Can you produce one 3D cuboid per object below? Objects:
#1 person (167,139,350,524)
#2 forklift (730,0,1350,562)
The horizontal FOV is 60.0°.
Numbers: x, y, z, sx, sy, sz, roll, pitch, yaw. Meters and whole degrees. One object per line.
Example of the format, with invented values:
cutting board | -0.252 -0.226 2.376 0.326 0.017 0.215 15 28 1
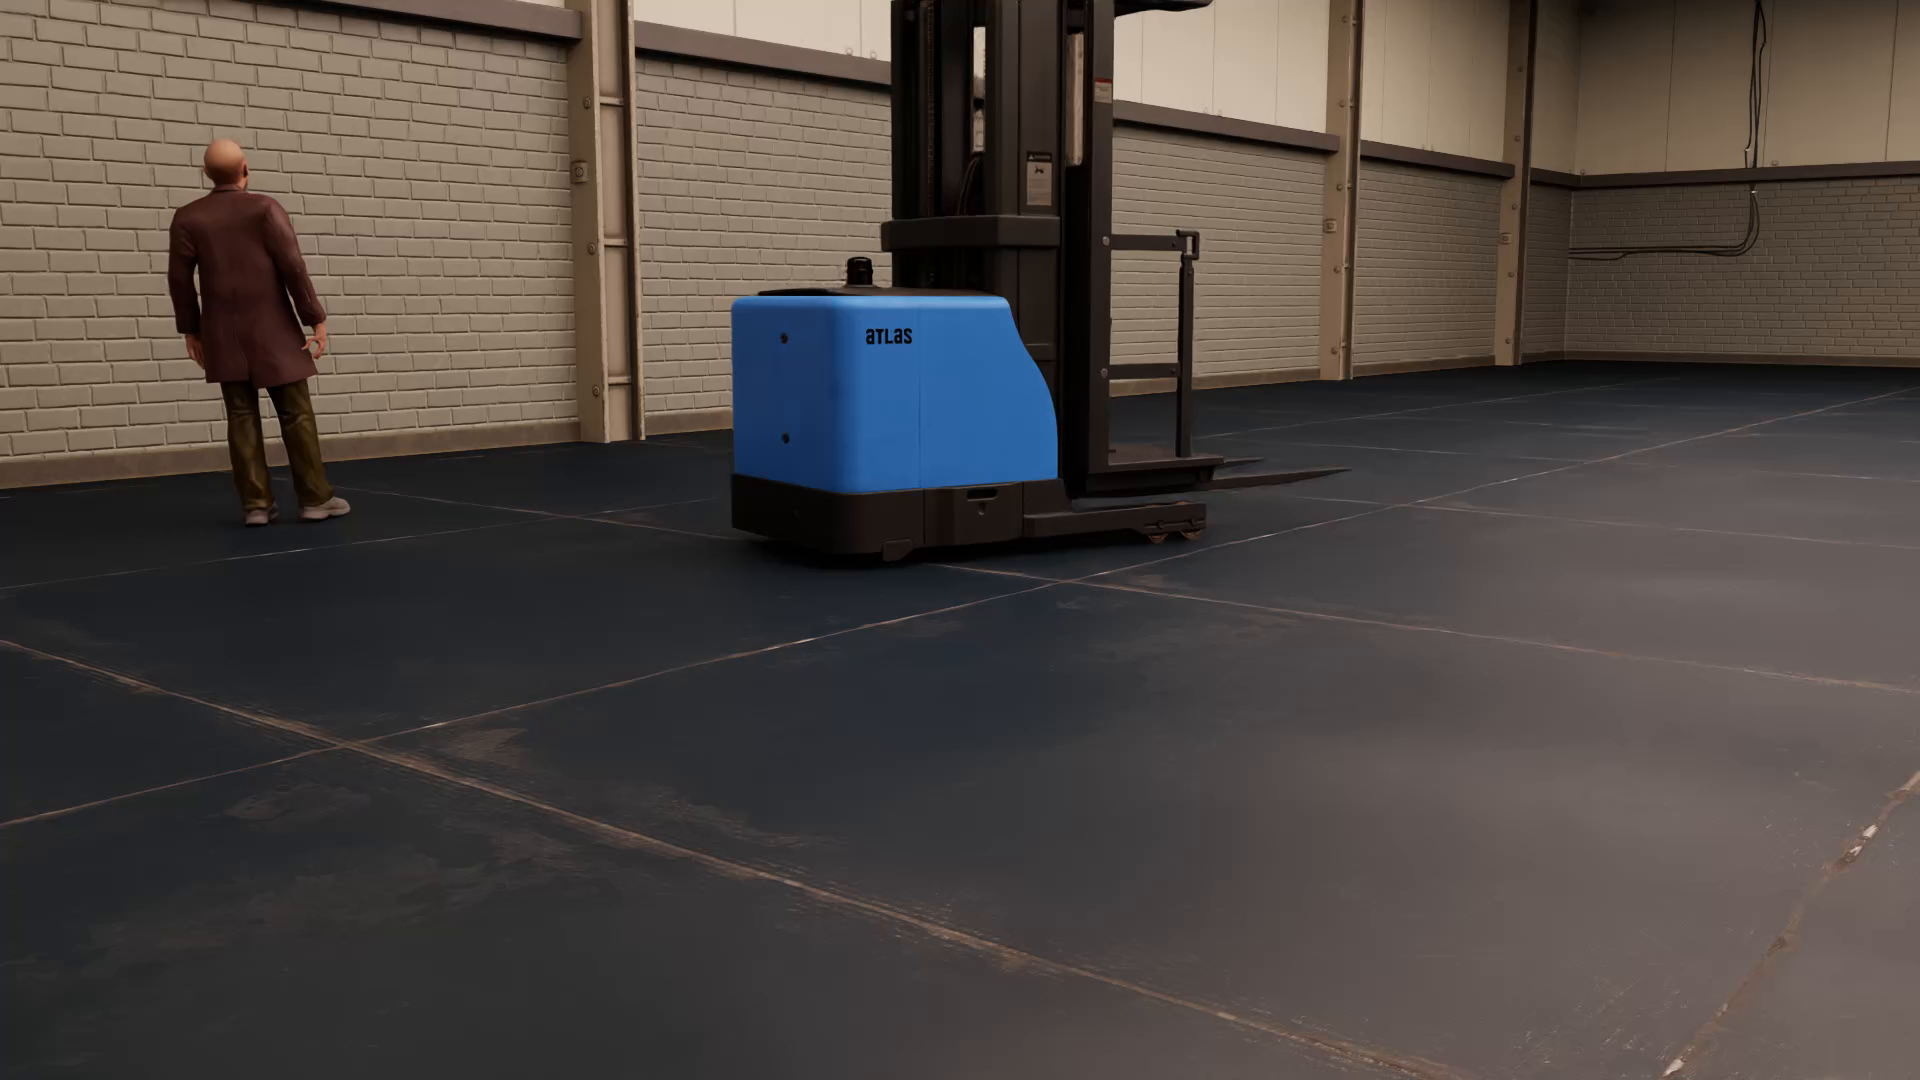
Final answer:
person | -3.323 -0.974 7.889 0.705 1.779 0.582 0 8 -1
forklift | 0.503 -1.502 7.545 3.031 2.935 1.130 -6 10 -34
